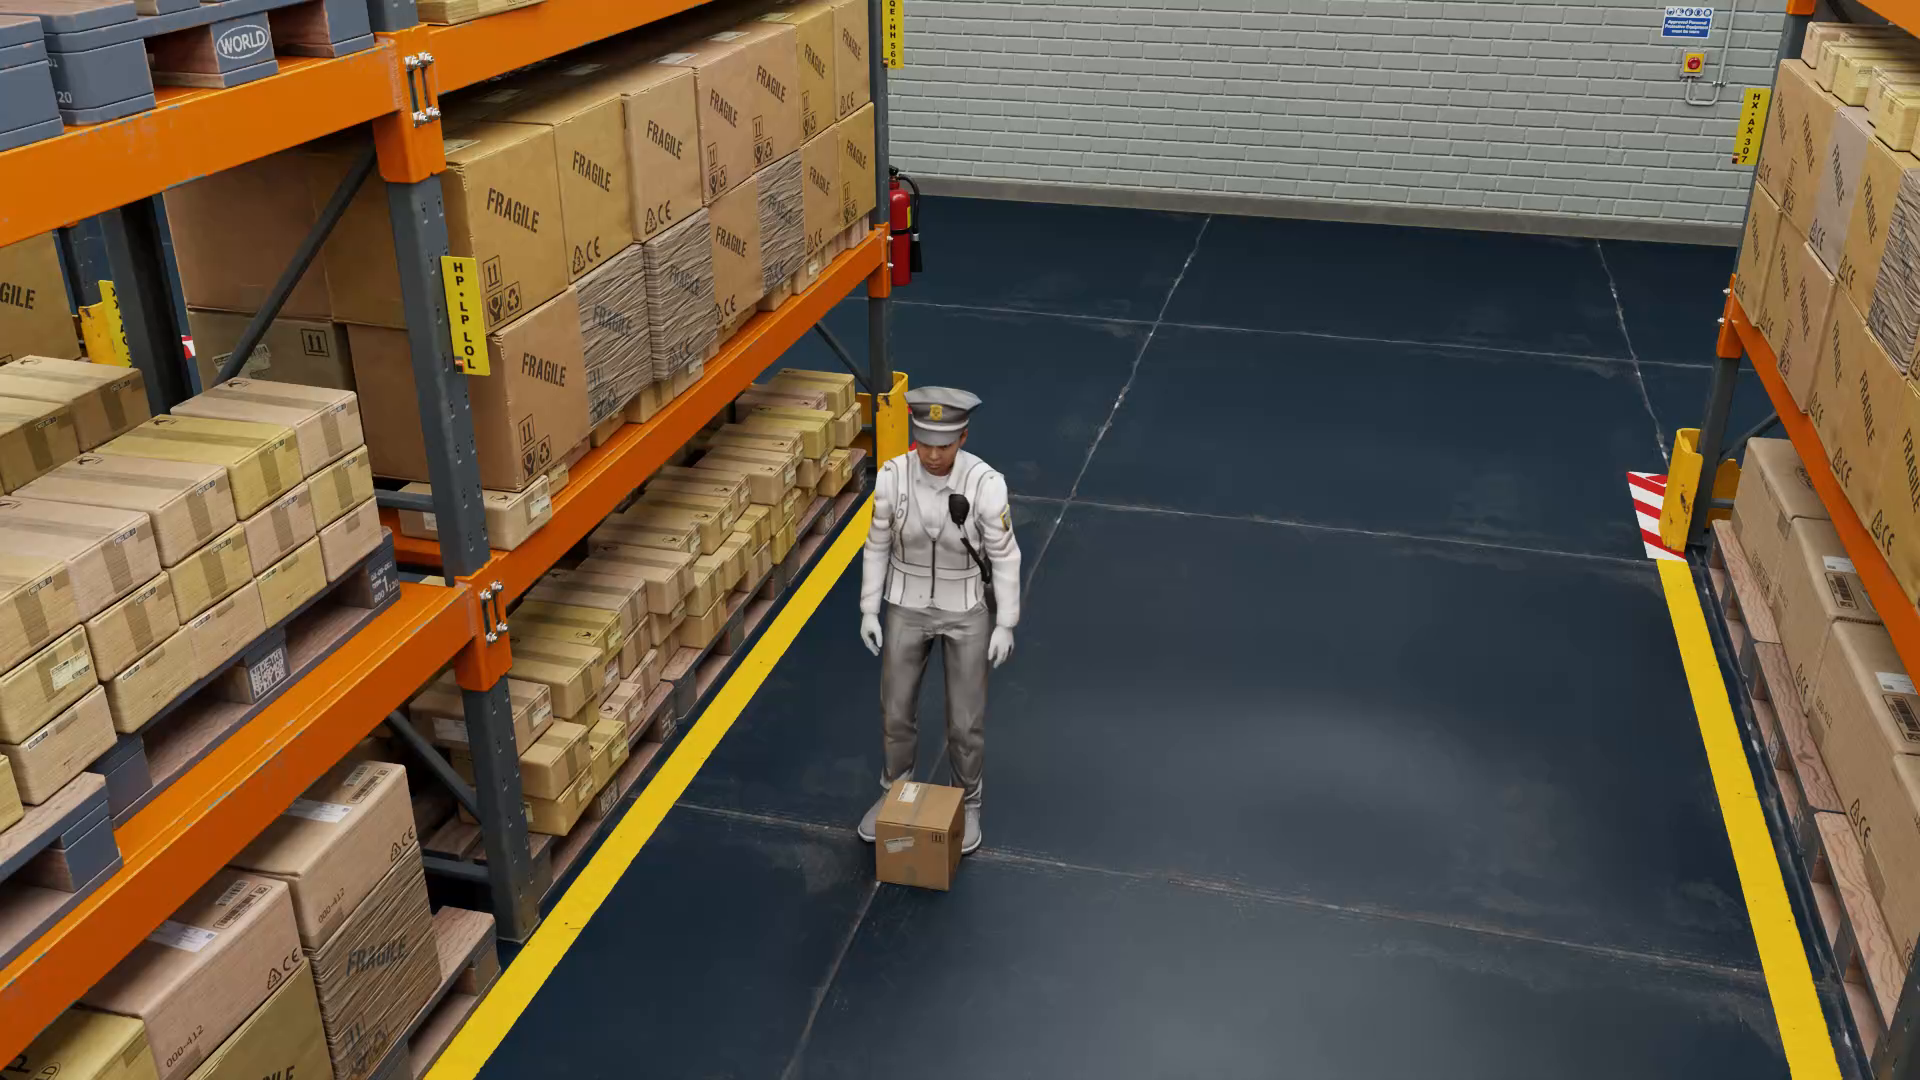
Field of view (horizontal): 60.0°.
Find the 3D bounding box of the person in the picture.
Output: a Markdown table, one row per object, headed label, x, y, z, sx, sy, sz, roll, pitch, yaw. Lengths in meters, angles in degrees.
| label | x | y | z | sx | sy | sz | roll | pitch | yaw |
| --- | --- | --- | --- | --- | --- | --- | --- | --- | --- |
| person | -0.072 | 0.262 | 5.553 | 0.547 | 1.667 | 0.370 | 5 | 26 | 10 |
